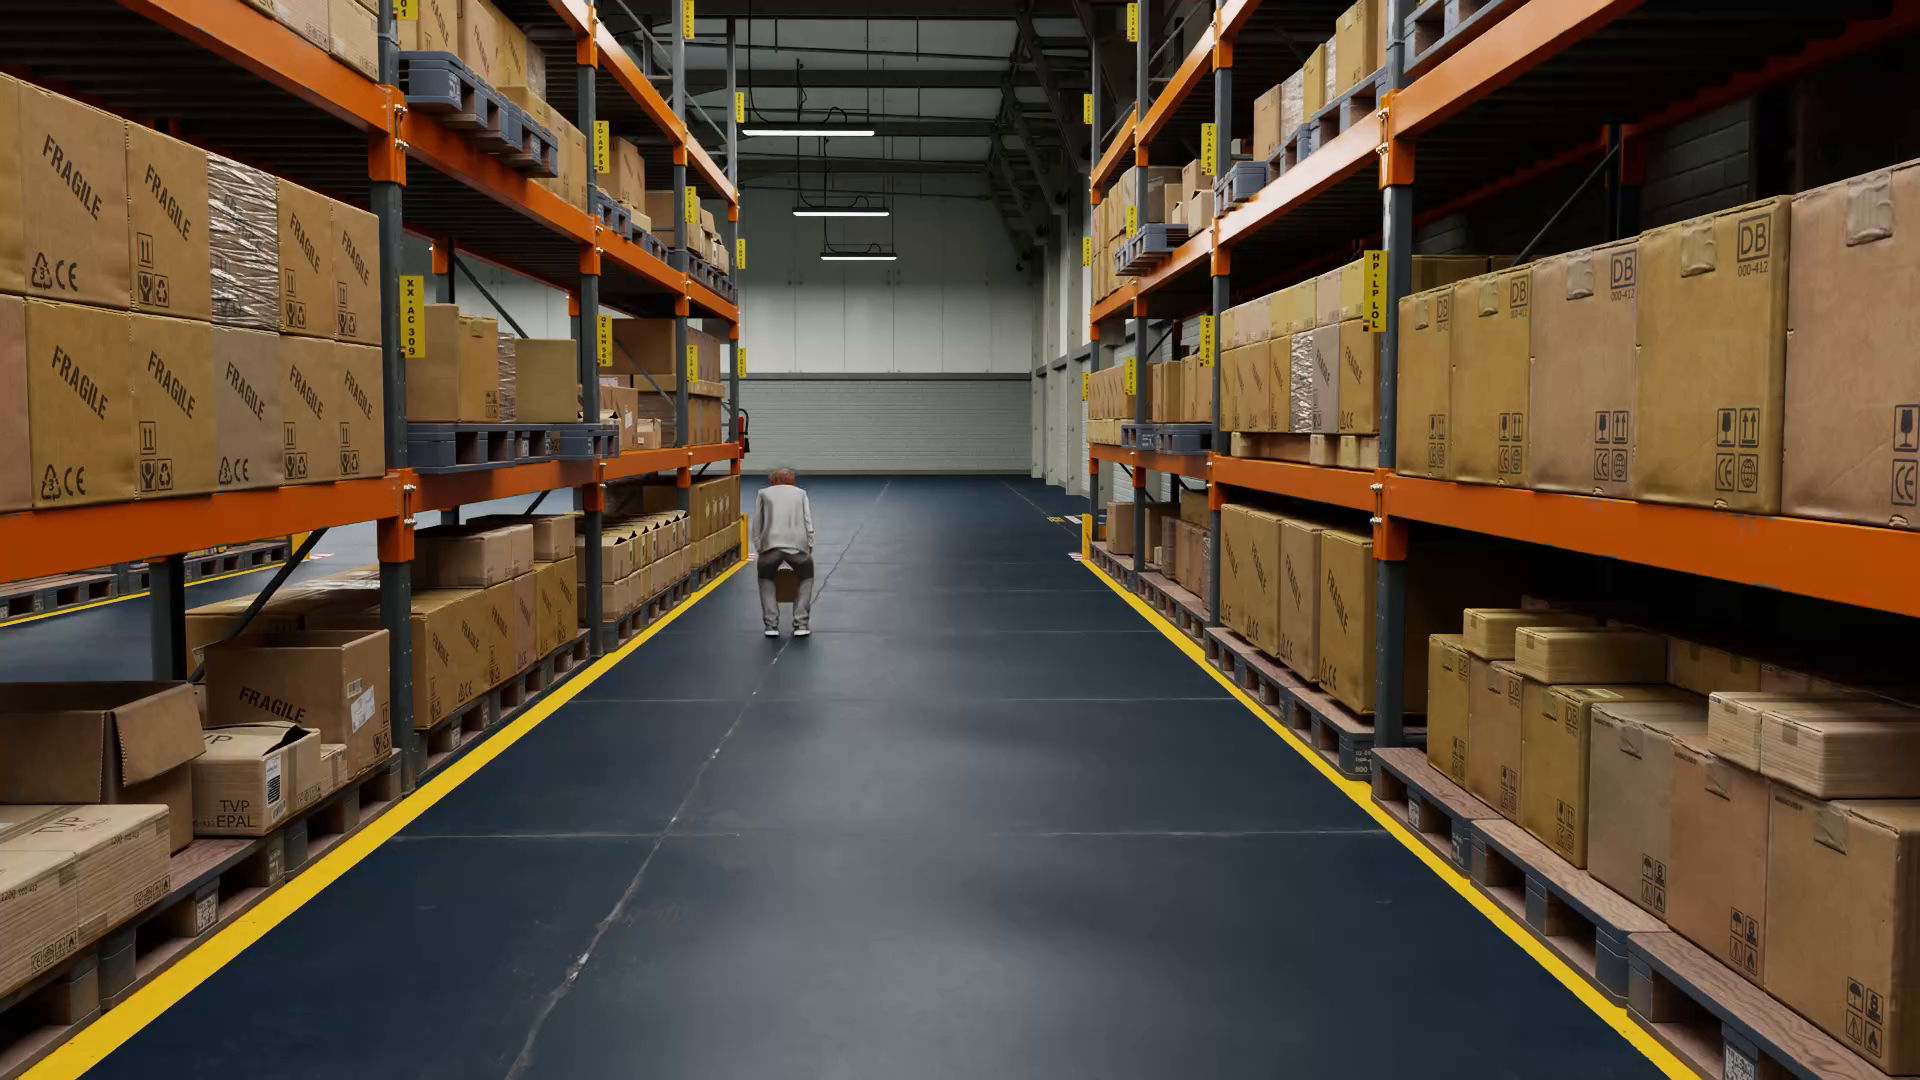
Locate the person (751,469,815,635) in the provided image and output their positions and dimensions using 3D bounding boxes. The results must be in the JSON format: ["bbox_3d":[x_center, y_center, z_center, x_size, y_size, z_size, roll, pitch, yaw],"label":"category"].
[{"bbox_3d":[-1.280,0.089,11.934,0.464,1.190,0.710,0,4,-1],"label":"person"}]
